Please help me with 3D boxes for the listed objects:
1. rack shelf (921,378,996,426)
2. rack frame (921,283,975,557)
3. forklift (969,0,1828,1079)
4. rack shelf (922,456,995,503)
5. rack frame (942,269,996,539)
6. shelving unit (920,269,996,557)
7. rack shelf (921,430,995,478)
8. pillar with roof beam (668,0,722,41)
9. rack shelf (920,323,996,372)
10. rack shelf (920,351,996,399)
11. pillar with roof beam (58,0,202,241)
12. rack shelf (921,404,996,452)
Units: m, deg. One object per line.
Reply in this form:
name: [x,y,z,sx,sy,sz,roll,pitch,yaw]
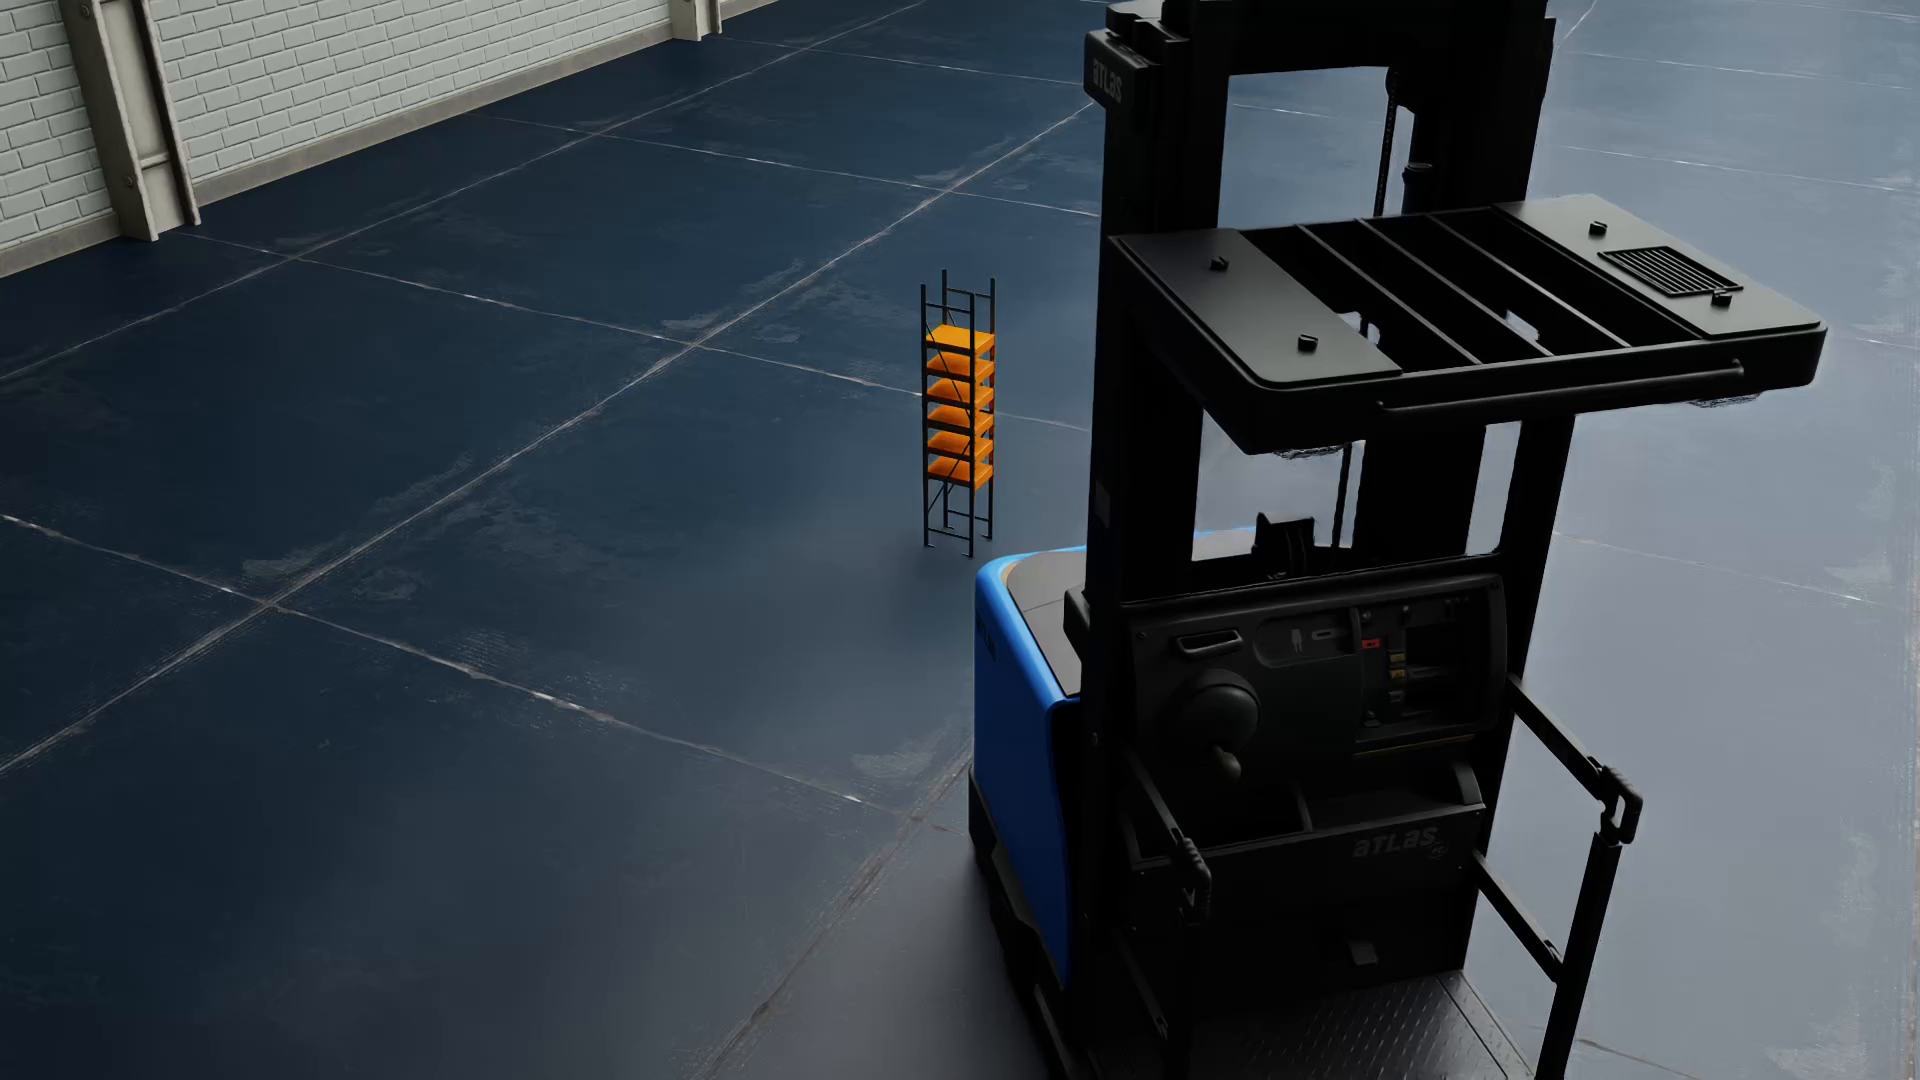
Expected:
rack shelf: [-0.007,-0.579,6.902,0.258,0.103,0.180,14,33,23]
rack frame: [-0.048,-0.473,6.869,0.240,1.200,0.006,14,33,23]
forklift: [0.893,0.366,3.670,1.130,2.935,3.031,-7,31,-13]
rack shelf: [-0.007,-0.267,7.082,0.258,0.103,0.180,14,33,23]
rack frame: [0.035,-0.554,7.011,0.240,1.200,0.006,14,33,23]
shelving unit: [-0.007,-0.514,6.940,0.258,1.200,0.189,14,33,23]
rack shelf: [-0.007,-0.371,7.022,0.258,0.103,0.180,14,33,23]
pillar with roof beam: [1.393,-7.602,11.451,9.100,9.000,0.400,14,33,23]
rack shelf: [-0.007,-0.788,6.783,0.258,0.103,0.180,14,33,23]
rack shelf: [-0.007,-0.683,6.843,0.258,0.103,0.180,14,33,23]
pillar with roof beam: [-1.340,-4.942,6.819,9.100,9.000,0.400,14,33,23]
rack shelf: [-0.007,-0.475,6.962,0.258,0.103,0.180,14,33,23]
